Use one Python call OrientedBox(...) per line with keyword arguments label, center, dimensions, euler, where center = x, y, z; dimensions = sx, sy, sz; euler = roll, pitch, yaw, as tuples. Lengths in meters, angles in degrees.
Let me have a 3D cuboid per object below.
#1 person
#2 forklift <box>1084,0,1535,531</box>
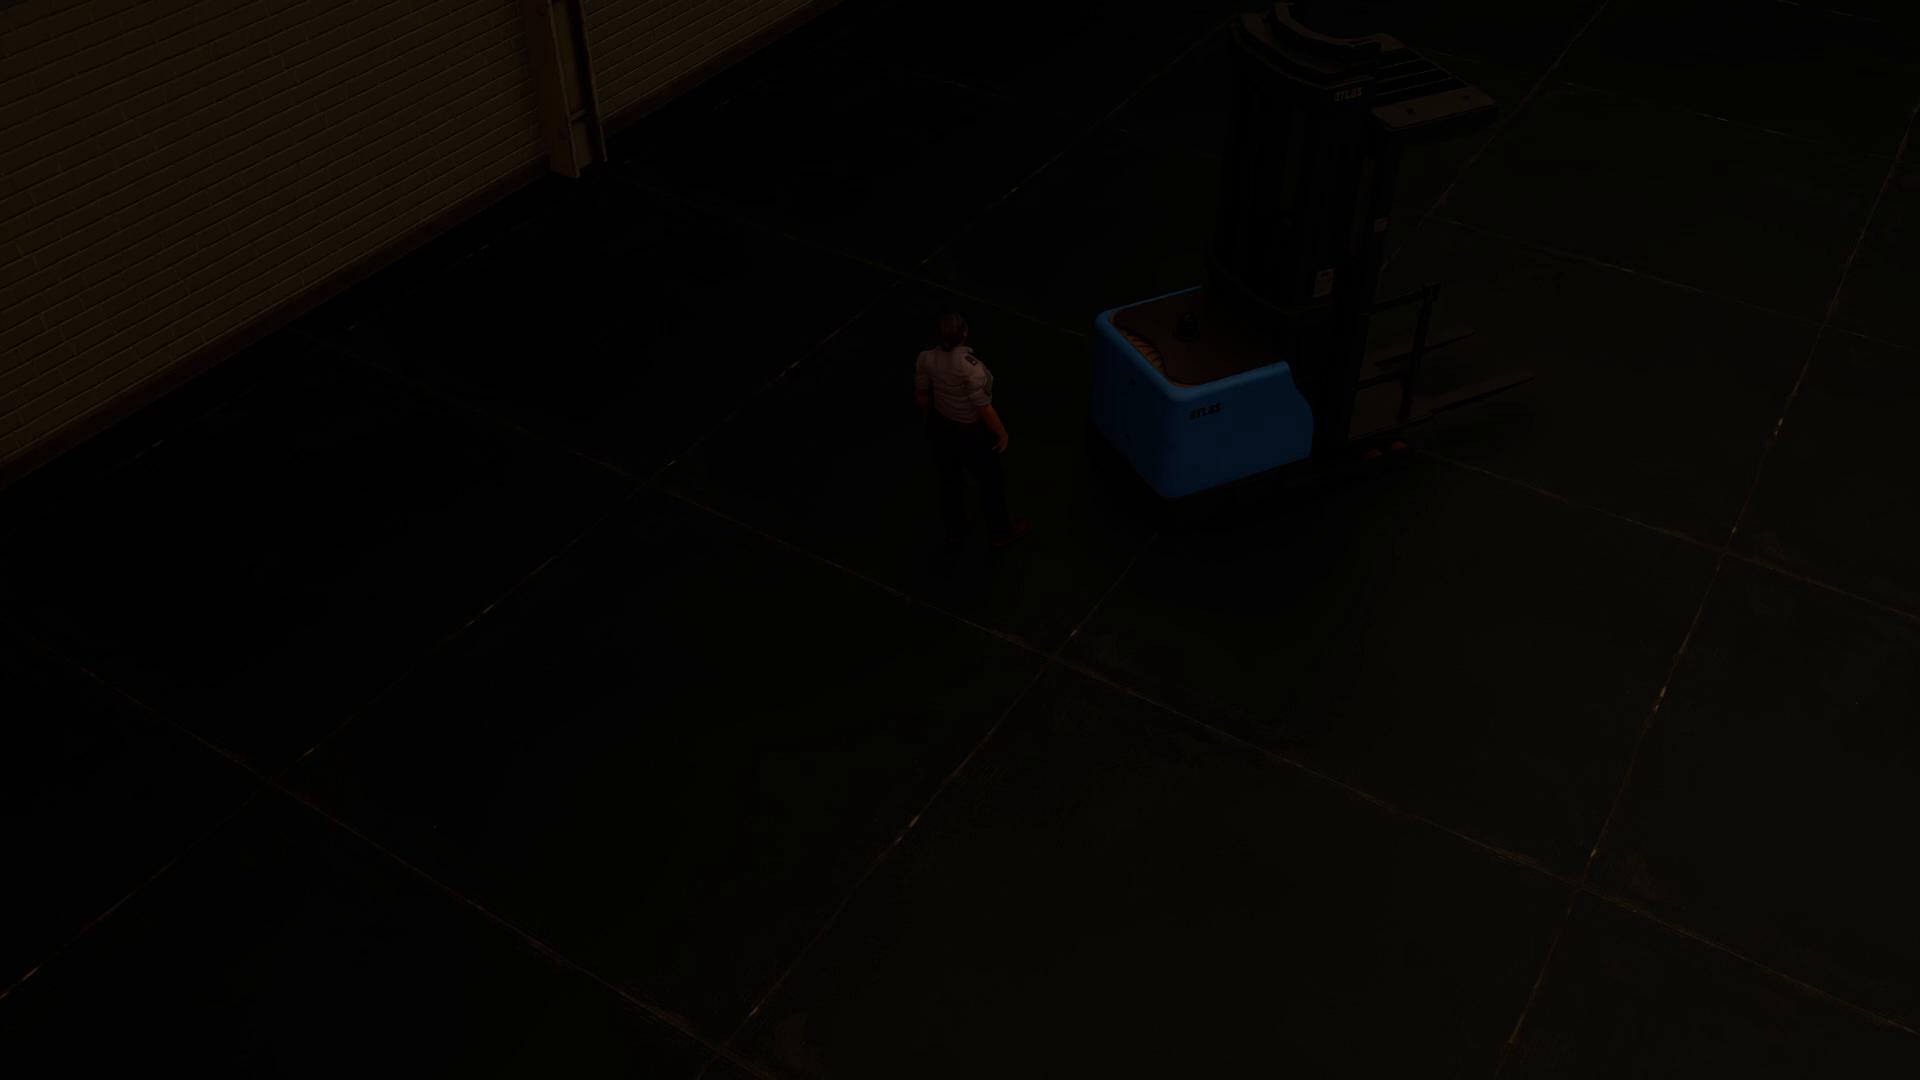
OrientedBox(label="person", center=(0.068, -0.675, 9.745), dimensions=(0.598, 1.651, 0.502), euler=(22, 45, 24))
OrientedBox(label="forklift", center=(2.367, -1.826, 10.122), dimensions=(3.031, 2.935, 1.130), euler=(-17, 43, -19))
